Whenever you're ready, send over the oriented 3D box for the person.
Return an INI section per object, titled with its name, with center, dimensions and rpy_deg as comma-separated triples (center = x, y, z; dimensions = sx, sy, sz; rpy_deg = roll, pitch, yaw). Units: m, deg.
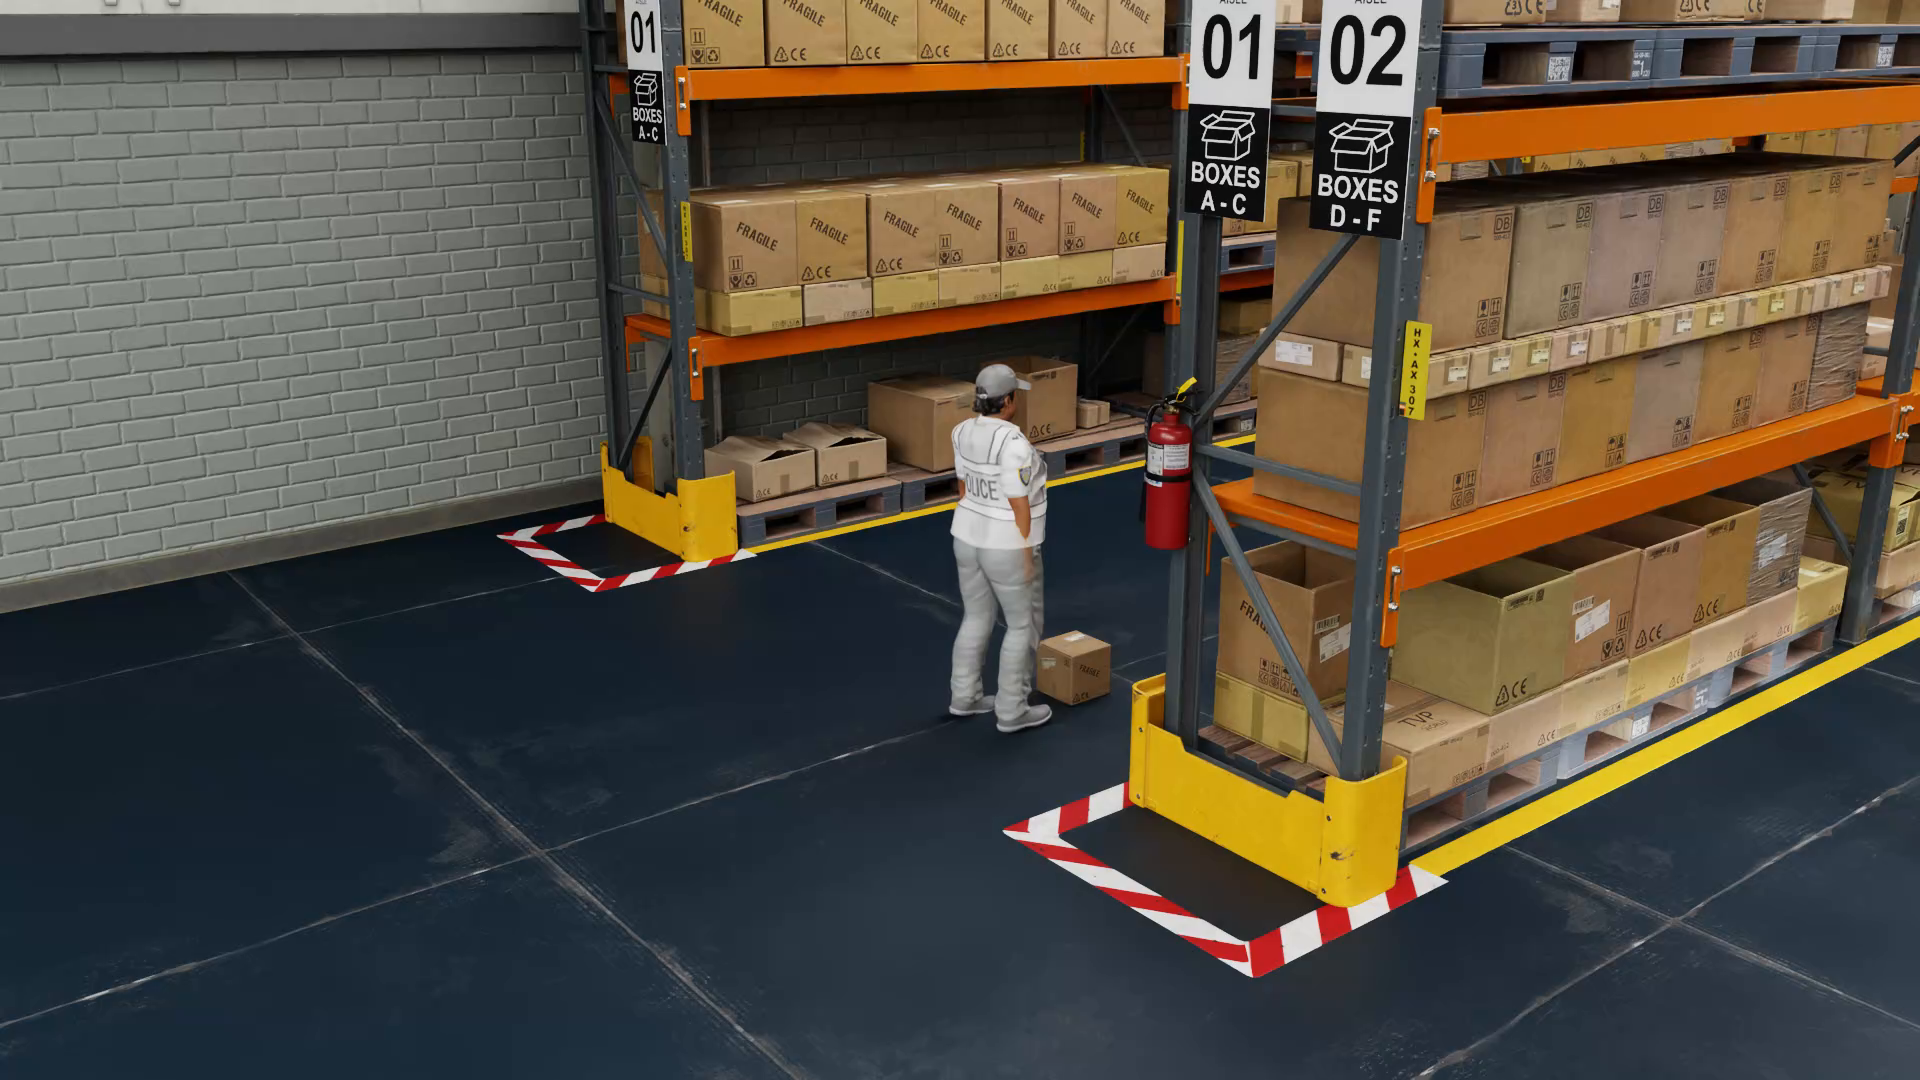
[person]
center = 0.175, 0.034, 7.473
dimensions = 0.391, 1.672, 0.466
rpy_deg = -13, 22, -35
